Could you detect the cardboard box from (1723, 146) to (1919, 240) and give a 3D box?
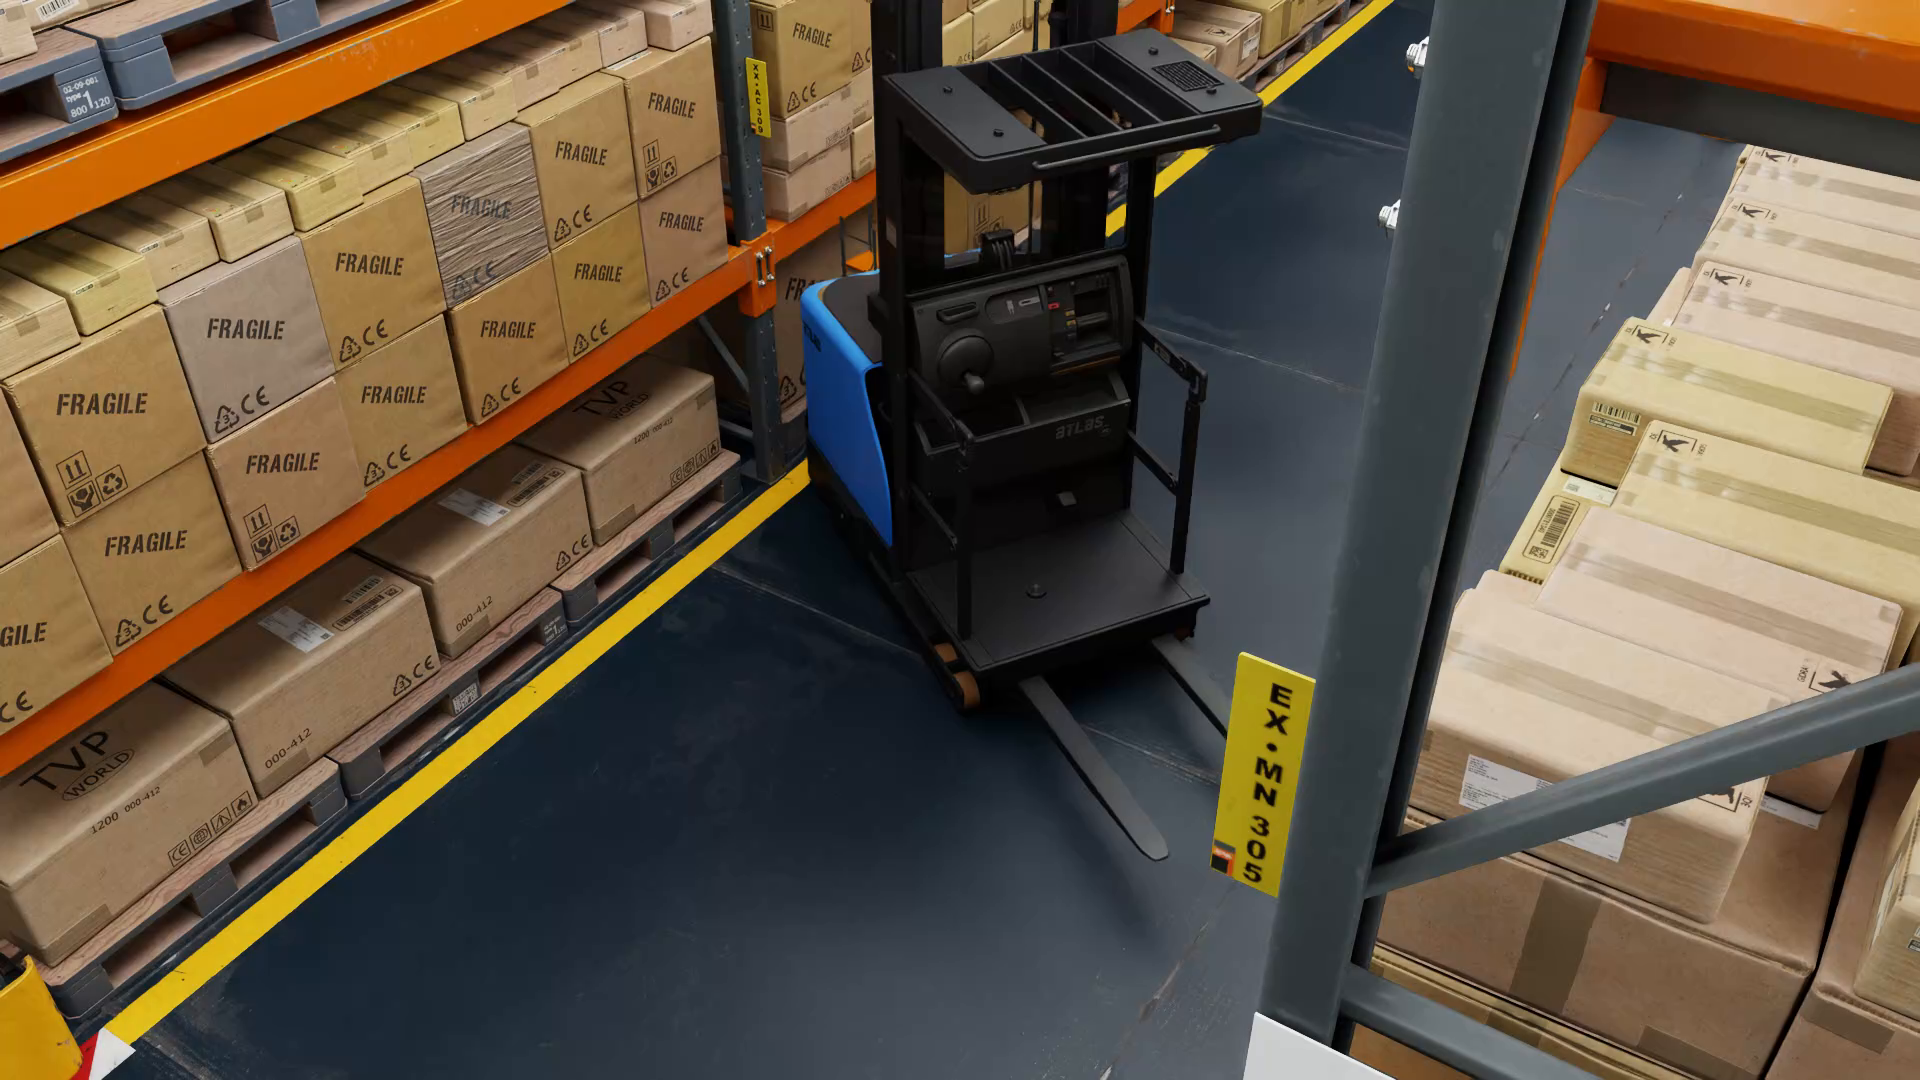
[{"bbox_3d":[1.558,-0.548,2.934,0.380,0.149,0.250,20,42,24],"label":"cardboard box"}]

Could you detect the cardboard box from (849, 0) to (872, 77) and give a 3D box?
[{"bbox_3d":[-0.578,-2.479,7.608,0.500,0.500,0.500,21,42,25],"label":"cardboard box"}]

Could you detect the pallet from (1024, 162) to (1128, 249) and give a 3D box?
[{"bbox_3d":[0.352,-2.215,10.451,1.003,0.211,1.213,21,42,25],"label":"pallet"}]

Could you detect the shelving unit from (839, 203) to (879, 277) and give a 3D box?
[{"bbox_3d":[-0.403,-1.017,8.077,0.258,1.200,0.189,28,45,34],"label":"shelving unit"}]

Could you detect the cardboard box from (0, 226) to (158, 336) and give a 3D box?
[{"bbox_3d":[-2.582,-0.759,4.845,0.380,0.149,0.250,20,42,24],"label":"cardboard box"}]

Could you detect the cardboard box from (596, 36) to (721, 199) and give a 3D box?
[{"bbox_3d":[-1.325,-1.741,6.651,0.500,0.500,0.500,21,42,25],"label":"cardboard box"}]

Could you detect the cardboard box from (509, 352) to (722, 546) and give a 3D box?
[{"bbox_3d":[-1.732,-0.502,7.699,0.875,0.438,0.875,21,42,24],"label":"cardboard box"}]

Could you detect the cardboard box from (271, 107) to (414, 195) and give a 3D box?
[{"bbox_3d":[-2.059,-1.299,5.546,0.380,0.149,0.250,21,42,25],"label":"cardboard box"}]

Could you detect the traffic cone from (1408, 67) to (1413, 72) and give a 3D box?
[{"bbox_3d":[3.498,-3.662,12.121,0.336,0.463,0.334,21,42,25],"label":"traffic cone"}]

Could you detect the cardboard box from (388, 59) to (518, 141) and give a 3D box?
[{"bbox_3d":[-1.801,-1.566,5.892,0.380,0.149,0.250,21,42,25],"label":"cardboard box"}]

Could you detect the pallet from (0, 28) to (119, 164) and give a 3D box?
[{"bbox_3d":[-3.060,-1.116,4.356,1.003,0.211,1.213,21,42,25],"label":"pallet"}]

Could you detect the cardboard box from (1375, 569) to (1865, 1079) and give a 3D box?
[{"bbox_3d":[0.817,0.343,2.105,0.500,0.250,0.500,20,42,24],"label":"cardboard box"}]

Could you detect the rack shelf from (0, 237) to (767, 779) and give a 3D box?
[{"bbox_3d":[-2.377,-0.323,6.302,1.077,0.370,4.000,21,42,25],"label":"rack shelf"}]

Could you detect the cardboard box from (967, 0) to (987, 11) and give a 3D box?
[{"bbox_3d":[-0.035,-3.005,8.291,0.500,0.500,0.500,20,42,24],"label":"cardboard box"}]

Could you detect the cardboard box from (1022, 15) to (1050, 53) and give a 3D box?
[{"bbox_3d":[0.242,-2.773,9.014,0.500,0.250,0.500,21,42,25],"label":"cardboard box"}]

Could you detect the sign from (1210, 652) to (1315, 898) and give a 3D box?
[{"bbox_3d":[0.328,0.259,1.775,0.100,0.325,0.005,21,42,25],"label":"sign"}]

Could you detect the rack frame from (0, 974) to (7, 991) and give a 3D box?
[{"bbox_3d":[-3.448,0.423,4.745,1.000,3.000,0.127,21,42,25],"label":"rack frame"}]

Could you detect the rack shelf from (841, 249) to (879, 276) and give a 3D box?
[{"bbox_3d":[-0.407,-1.272,7.892,0.258,0.103,0.180,28,45,34],"label":"rack shelf"}]

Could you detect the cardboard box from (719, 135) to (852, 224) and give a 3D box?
[{"bbox_3d":[-0.847,-1.720,7.648,0.500,0.250,0.500,20,42,24],"label":"cardboard box"}]

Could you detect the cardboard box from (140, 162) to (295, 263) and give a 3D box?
[{"bbox_3d":[-2.317,-1.026,5.192,0.380,0.149,0.250,22,43,26],"label":"cardboard box"}]

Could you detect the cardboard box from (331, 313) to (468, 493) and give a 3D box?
[{"bbox_3d":[-2.159,-0.560,5.938,0.500,0.500,0.500,23,43,27],"label":"cardboard box"}]

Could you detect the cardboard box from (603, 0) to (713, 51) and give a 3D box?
[{"bbox_3d":[-1.202,-2.069,6.545,0.380,0.149,0.250,20,42,24],"label":"cardboard box"}]

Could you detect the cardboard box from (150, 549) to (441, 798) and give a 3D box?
[{"bbox_3d":[-2.696,0.424,6.498,0.875,0.438,0.875,22,43,26],"label":"cardboard box"}]

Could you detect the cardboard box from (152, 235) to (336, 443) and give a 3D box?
[{"bbox_3d":[-2.411,-0.704,5.305,0.500,0.500,0.500,21,42,25],"label":"cardboard box"}]

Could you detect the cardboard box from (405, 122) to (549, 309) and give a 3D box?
[{"bbox_3d":[-1.869,-1.217,5.971,0.500,0.500,0.500,22,43,26],"label":"cardboard box"}]

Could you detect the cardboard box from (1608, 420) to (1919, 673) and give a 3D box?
[{"bbox_3d":[1.067,0.010,2.210,0.380,0.149,0.250,20,42,24],"label":"cardboard box"}]

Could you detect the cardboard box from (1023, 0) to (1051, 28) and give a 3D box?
[{"bbox_3d":[0.264,-2.971,8.860,0.500,0.250,0.500,20,42,24],"label":"cardboard box"}]

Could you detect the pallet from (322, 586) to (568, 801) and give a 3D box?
[{"bbox_3d":[-2.432,0.463,6.976,1.003,0.211,1.213,21,42,25],"label":"pallet"}]

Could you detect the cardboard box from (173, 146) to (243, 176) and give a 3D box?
[{"bbox_3d":[-2.631,-1.325,5.580,0.380,0.149,0.250,23,43,26],"label":"cardboard box"}]

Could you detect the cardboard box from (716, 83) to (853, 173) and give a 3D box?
[{"bbox_3d":[-0.832,-1.912,7.487,0.500,0.250,0.500,20,42,24],"label":"cardboard box"}]

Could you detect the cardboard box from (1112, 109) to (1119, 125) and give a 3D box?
[{"bbox_3d":[0.397,-2.697,10.188,0.875,0.875,0.875,21,42,25],"label":"cardboard box"}]

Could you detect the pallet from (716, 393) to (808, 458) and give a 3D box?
[{"bbox_3d":[-0.956,-0.957,8.819,1.003,0.211,1.213,21,42,25],"label":"pallet"}]

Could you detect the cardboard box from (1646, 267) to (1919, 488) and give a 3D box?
[{"bbox_3d":[1.367,-0.185,2.789,0.500,0.250,0.500,22,43,26],"label":"cardboard box"}]

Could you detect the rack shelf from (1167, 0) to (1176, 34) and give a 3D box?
[{"bbox_3d":[1.909,-4.447,11.652,1.077,0.370,4.000,21,42,25],"label":"rack shelf"}]

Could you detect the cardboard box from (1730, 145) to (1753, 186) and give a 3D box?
[{"bbox_3d":[1.916,-0.719,3.482,0.500,0.250,0.500,22,43,26],"label":"cardboard box"}]

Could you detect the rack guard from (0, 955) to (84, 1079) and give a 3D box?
[{"bbox_3d":[-3.461,1.425,5.492,1.175,0.500,0.348,21,42,25],"label":"rack guard"}]

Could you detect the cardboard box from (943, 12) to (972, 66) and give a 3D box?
[{"bbox_3d":[-0.283,-2.442,8.174,0.500,0.250,0.500,22,43,26],"label":"cardboard box"}]

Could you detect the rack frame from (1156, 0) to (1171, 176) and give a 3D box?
[{"bbox_3d":[0.838,-3.701,10.094,1.000,3.000,0.127,21,42,25],"label":"rack frame"}]

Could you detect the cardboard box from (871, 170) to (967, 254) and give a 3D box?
[{"bbox_3d":[-0.563,-1.778,8.996,0.875,0.875,0.875,22,43,26],"label":"cardboard box"}]

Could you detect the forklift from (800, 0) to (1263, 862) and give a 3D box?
[{"bbox_3d":[0.350,-0.766,6.343,1.130,2.935,3.031,-16,40,-20],"label":"forklift"}]

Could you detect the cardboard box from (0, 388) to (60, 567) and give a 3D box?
[{"bbox_3d":[-2.951,-0.167,4.609,0.500,0.500,0.500,20,42,24],"label":"cardboard box"}]

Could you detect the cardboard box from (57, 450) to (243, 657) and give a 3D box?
[{"bbox_3d":[-2.701,-0.040,5.263,0.500,0.500,0.500,21,42,25],"label":"cardboard box"}]

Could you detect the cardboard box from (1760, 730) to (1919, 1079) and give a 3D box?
[{"bbox_3d":[1.245,0.517,1.879,0.500,0.250,0.500,22,43,26],"label":"cardboard box"}]

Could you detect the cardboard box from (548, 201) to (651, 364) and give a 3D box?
[{"bbox_3d":[-1.609,-1.089,6.624,0.500,0.500,0.500,20,42,24],"label":"cardboard box"}]

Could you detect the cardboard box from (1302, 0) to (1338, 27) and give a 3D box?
[{"bbox_3d":[2.319,-4.246,12.609,0.950,0.372,0.625,24,44,28],"label":"cardboard box"}]

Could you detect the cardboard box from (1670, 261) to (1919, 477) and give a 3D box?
[{"bbox_3d":[1.304,-0.272,2.576,0.380,0.149,0.250,20,42,24],"label":"cardboard box"}]

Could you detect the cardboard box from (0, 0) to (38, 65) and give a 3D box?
[{"bbox_3d":[-2.671,-1.357,4.377,0.380,0.149,0.250,23,43,27],"label":"cardboard box"}]

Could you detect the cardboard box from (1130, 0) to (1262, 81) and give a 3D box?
[{"bbox_3d":[1.537,-3.498,11.639,0.950,0.372,0.625,20,42,24],"label":"cardboard box"}]

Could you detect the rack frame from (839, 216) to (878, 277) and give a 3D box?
[{"bbox_3d":[-0.465,-0.977,8.024,0.240,1.200,0.006,28,45,34],"label":"rack frame"}]

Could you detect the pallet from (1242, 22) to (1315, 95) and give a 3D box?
[{"bbox_3d":[1.912,-3.626,12.280,1.003,0.211,1.213,21,42,25],"label":"pallet"}]

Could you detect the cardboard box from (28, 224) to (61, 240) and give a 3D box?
[{"bbox_3d":[-2.873,-1.047,5.220,0.380,0.149,0.250,21,42,25],"label":"cardboard box"}]

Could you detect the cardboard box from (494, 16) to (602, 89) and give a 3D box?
[{"bbox_3d":[-1.576,-1.843,6.252,0.380,0.149,0.250,21,42,25],"label":"cardboard box"}]

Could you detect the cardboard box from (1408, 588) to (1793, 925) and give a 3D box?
[{"bbox_3d":[0.715,0.238,1.914,0.380,0.149,0.250,21,42,25],"label":"cardboard box"}]
